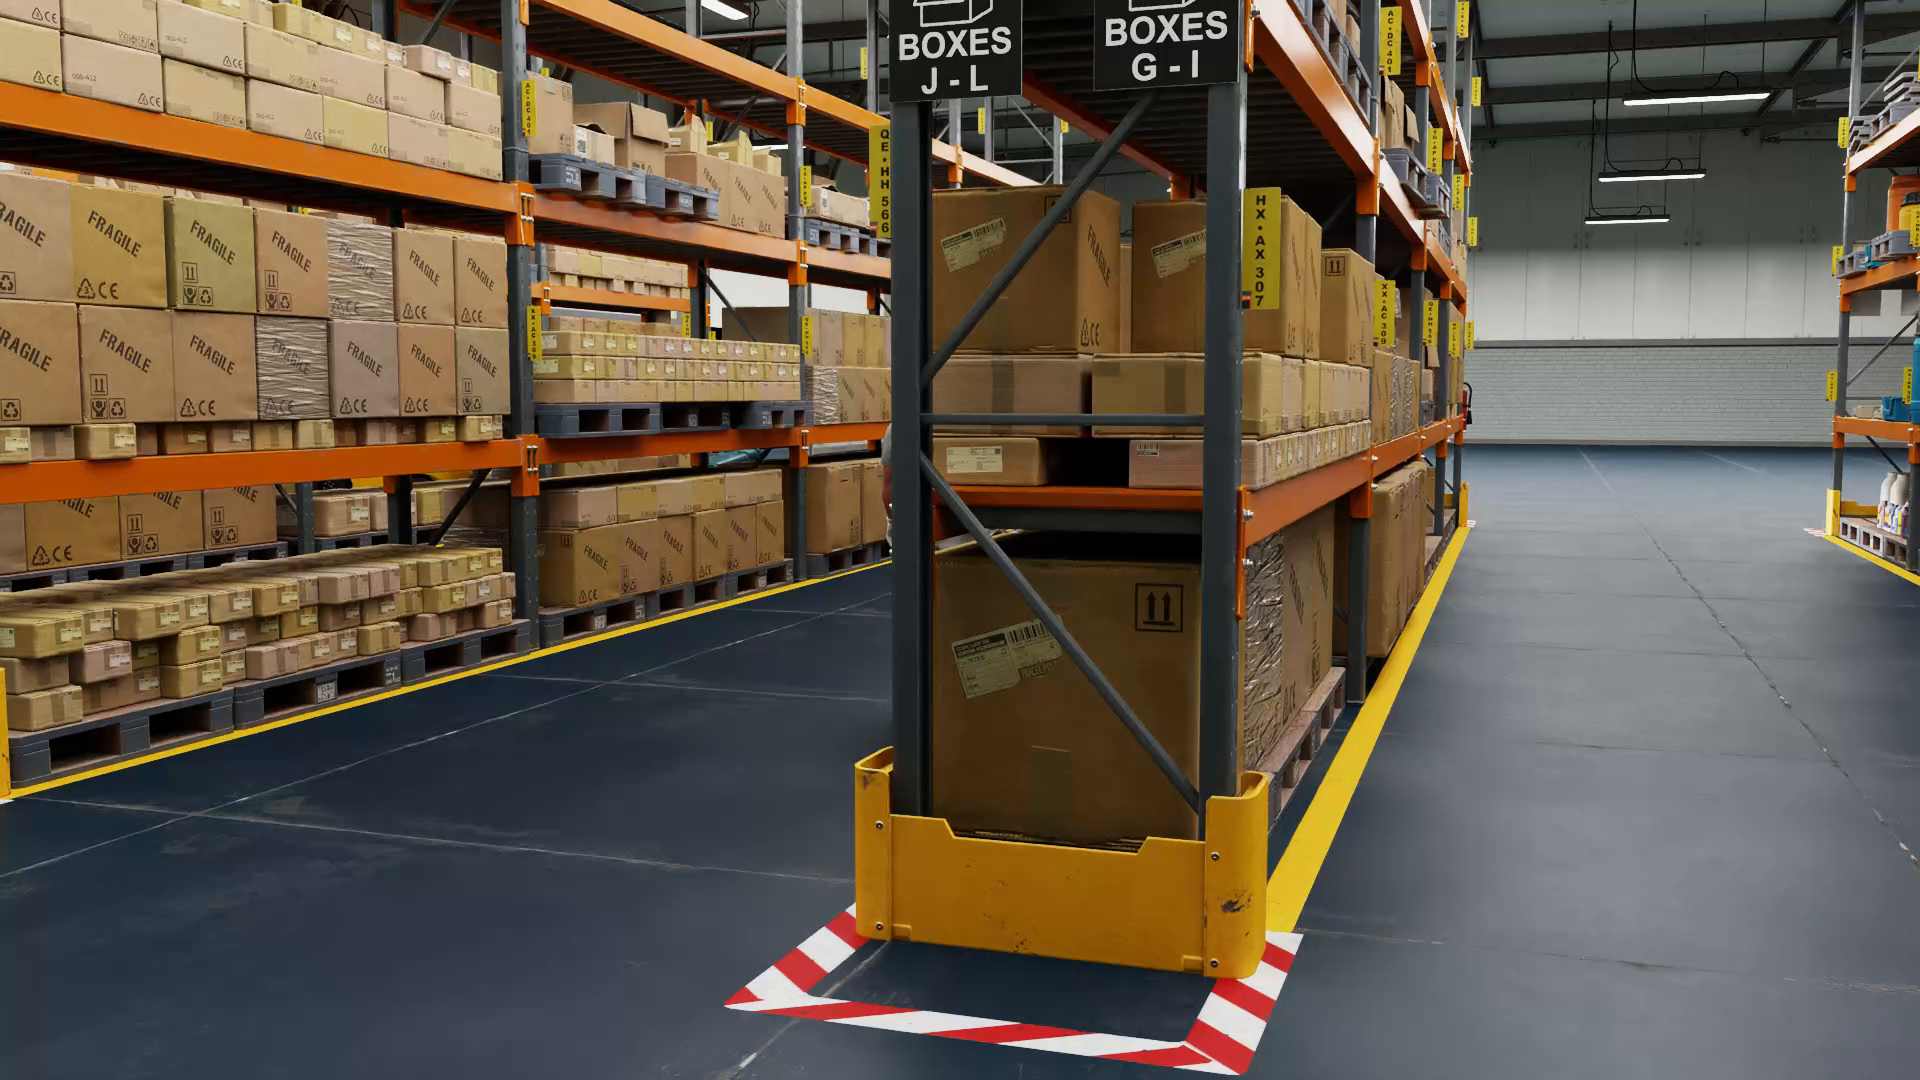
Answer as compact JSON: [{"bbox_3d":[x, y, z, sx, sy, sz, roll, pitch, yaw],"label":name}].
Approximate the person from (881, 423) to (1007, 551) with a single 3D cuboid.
[{"bbox_3d":[-0.056,-0.073,8.503,0.638,1.789,0.563,2,5,19],"label":"person"}]
